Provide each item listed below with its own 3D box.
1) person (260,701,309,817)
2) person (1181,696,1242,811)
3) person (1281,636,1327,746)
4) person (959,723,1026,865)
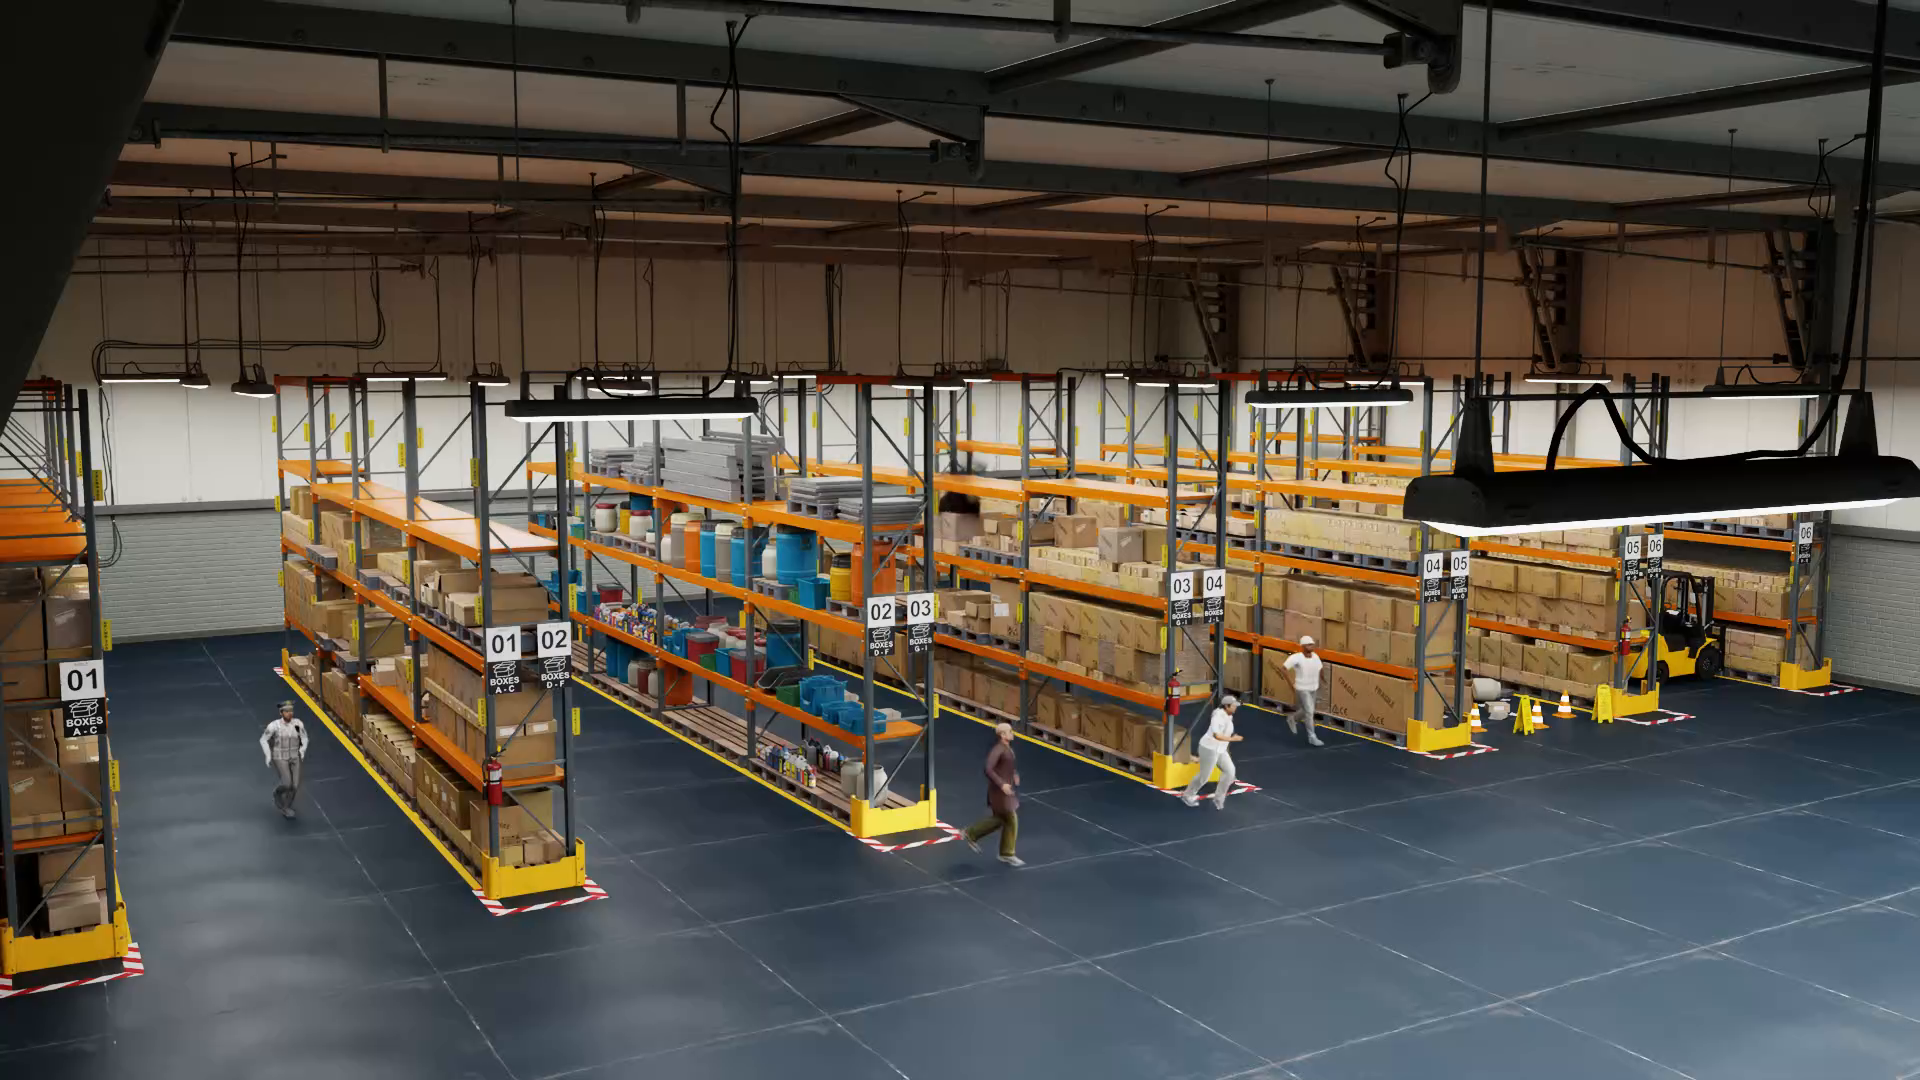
[{"bbox_3d":[-9.260,3.014,22.907,0.603,1.643,0.575,-5,8,-41],"label":"person"},{"bbox_3d":[3.568,3.014,23.396,0.841,1.711,0.639,3,7,25],"label":"person"},{"bbox_3d":[5.689,2.446,27.393,0.723,1.751,0.959,-4,7,-31],"label":"person"},{"bbox_3d":[0.415,3.181,20.923,0.853,1.807,0.713,1,6,6],"label":"person"}]
